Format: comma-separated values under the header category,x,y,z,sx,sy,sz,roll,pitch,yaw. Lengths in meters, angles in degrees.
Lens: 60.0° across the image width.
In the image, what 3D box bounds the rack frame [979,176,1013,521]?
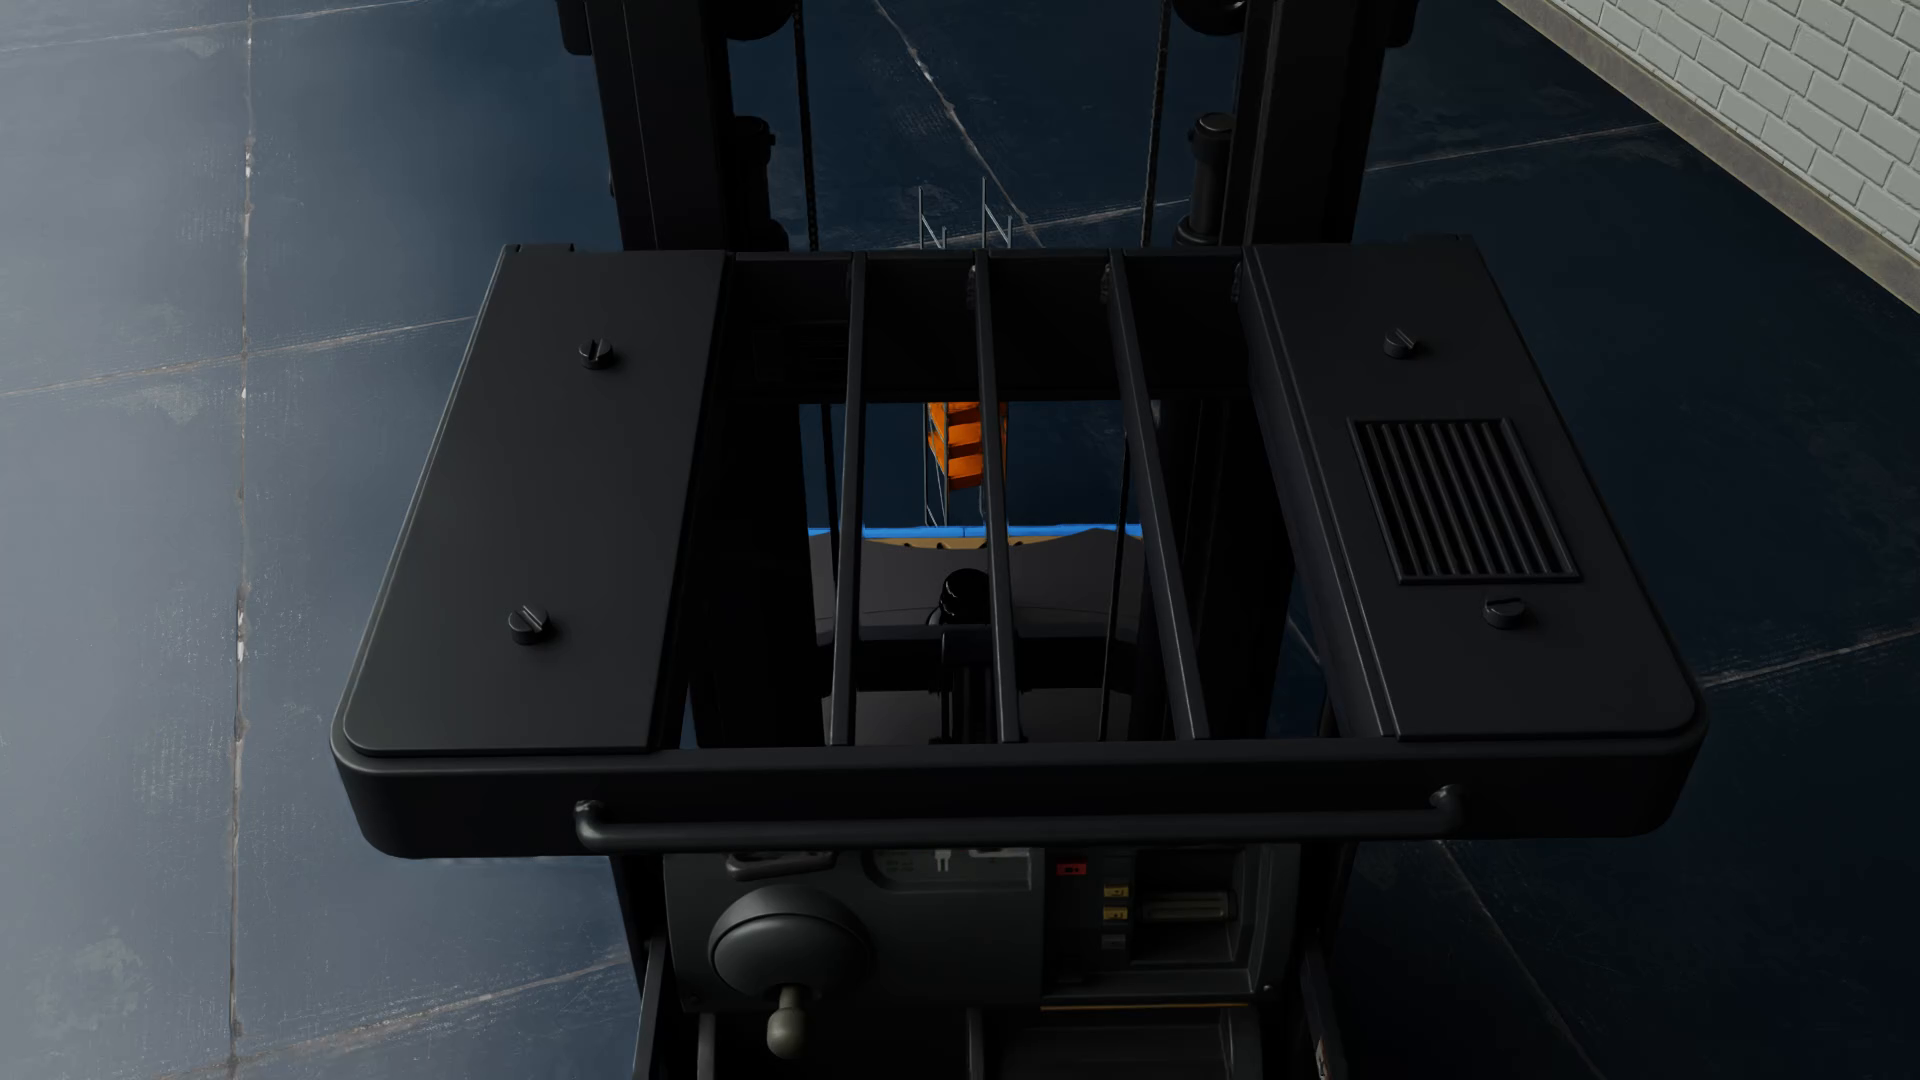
category,x,y,z,sx,sy,sz,roll,pitch,yaw
rack frame,0.101,-0.473,4.879,0.006,1.200,0.240,-12,42,-13

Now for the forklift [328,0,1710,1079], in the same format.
category,x,y,z,sx,sy,sz,roll,pitch,yaw
forklift,0.041,0.638,2.292,1.130,2.935,3.031,-1,41,-1

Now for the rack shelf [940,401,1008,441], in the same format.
category,x,y,z,sx,sy,sz,roll,pitch,yaw
rack shelf,0.014,-0.421,4.888,0.180,0.103,0.258,-12,42,-13

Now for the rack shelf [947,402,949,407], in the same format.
category,x,y,z,sx,sy,sz,roll,pitch,yaw
rack shelf,0.014,-0.512,4.809,0.180,0.103,0.258,-12,42,-13

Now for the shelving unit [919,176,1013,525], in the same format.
category,x,y,z,sx,sy,sz,roll,pitch,yaw
shelving unit,0.014,-0.455,4.859,0.189,1.200,0.258,-12,42,-13

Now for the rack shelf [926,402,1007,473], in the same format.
category,x,y,z,sx,sy,sz,roll,pitch,yaw
rack shelf,0.014,-0.331,4.967,0.180,0.103,0.258,-12,42,-13

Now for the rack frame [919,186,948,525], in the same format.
category,x,y,z,sx,sy,sz,roll,pitch,yaw
rack frame,-0.073,-0.437,4.838,0.006,1.200,0.240,-12,42,-13

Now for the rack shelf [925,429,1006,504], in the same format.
category,x,y,z,sx,sy,sz,roll,pitch,yaw
rack shelf,0.014,-0.241,5.046,0.180,0.103,0.258,-12,42,-13
